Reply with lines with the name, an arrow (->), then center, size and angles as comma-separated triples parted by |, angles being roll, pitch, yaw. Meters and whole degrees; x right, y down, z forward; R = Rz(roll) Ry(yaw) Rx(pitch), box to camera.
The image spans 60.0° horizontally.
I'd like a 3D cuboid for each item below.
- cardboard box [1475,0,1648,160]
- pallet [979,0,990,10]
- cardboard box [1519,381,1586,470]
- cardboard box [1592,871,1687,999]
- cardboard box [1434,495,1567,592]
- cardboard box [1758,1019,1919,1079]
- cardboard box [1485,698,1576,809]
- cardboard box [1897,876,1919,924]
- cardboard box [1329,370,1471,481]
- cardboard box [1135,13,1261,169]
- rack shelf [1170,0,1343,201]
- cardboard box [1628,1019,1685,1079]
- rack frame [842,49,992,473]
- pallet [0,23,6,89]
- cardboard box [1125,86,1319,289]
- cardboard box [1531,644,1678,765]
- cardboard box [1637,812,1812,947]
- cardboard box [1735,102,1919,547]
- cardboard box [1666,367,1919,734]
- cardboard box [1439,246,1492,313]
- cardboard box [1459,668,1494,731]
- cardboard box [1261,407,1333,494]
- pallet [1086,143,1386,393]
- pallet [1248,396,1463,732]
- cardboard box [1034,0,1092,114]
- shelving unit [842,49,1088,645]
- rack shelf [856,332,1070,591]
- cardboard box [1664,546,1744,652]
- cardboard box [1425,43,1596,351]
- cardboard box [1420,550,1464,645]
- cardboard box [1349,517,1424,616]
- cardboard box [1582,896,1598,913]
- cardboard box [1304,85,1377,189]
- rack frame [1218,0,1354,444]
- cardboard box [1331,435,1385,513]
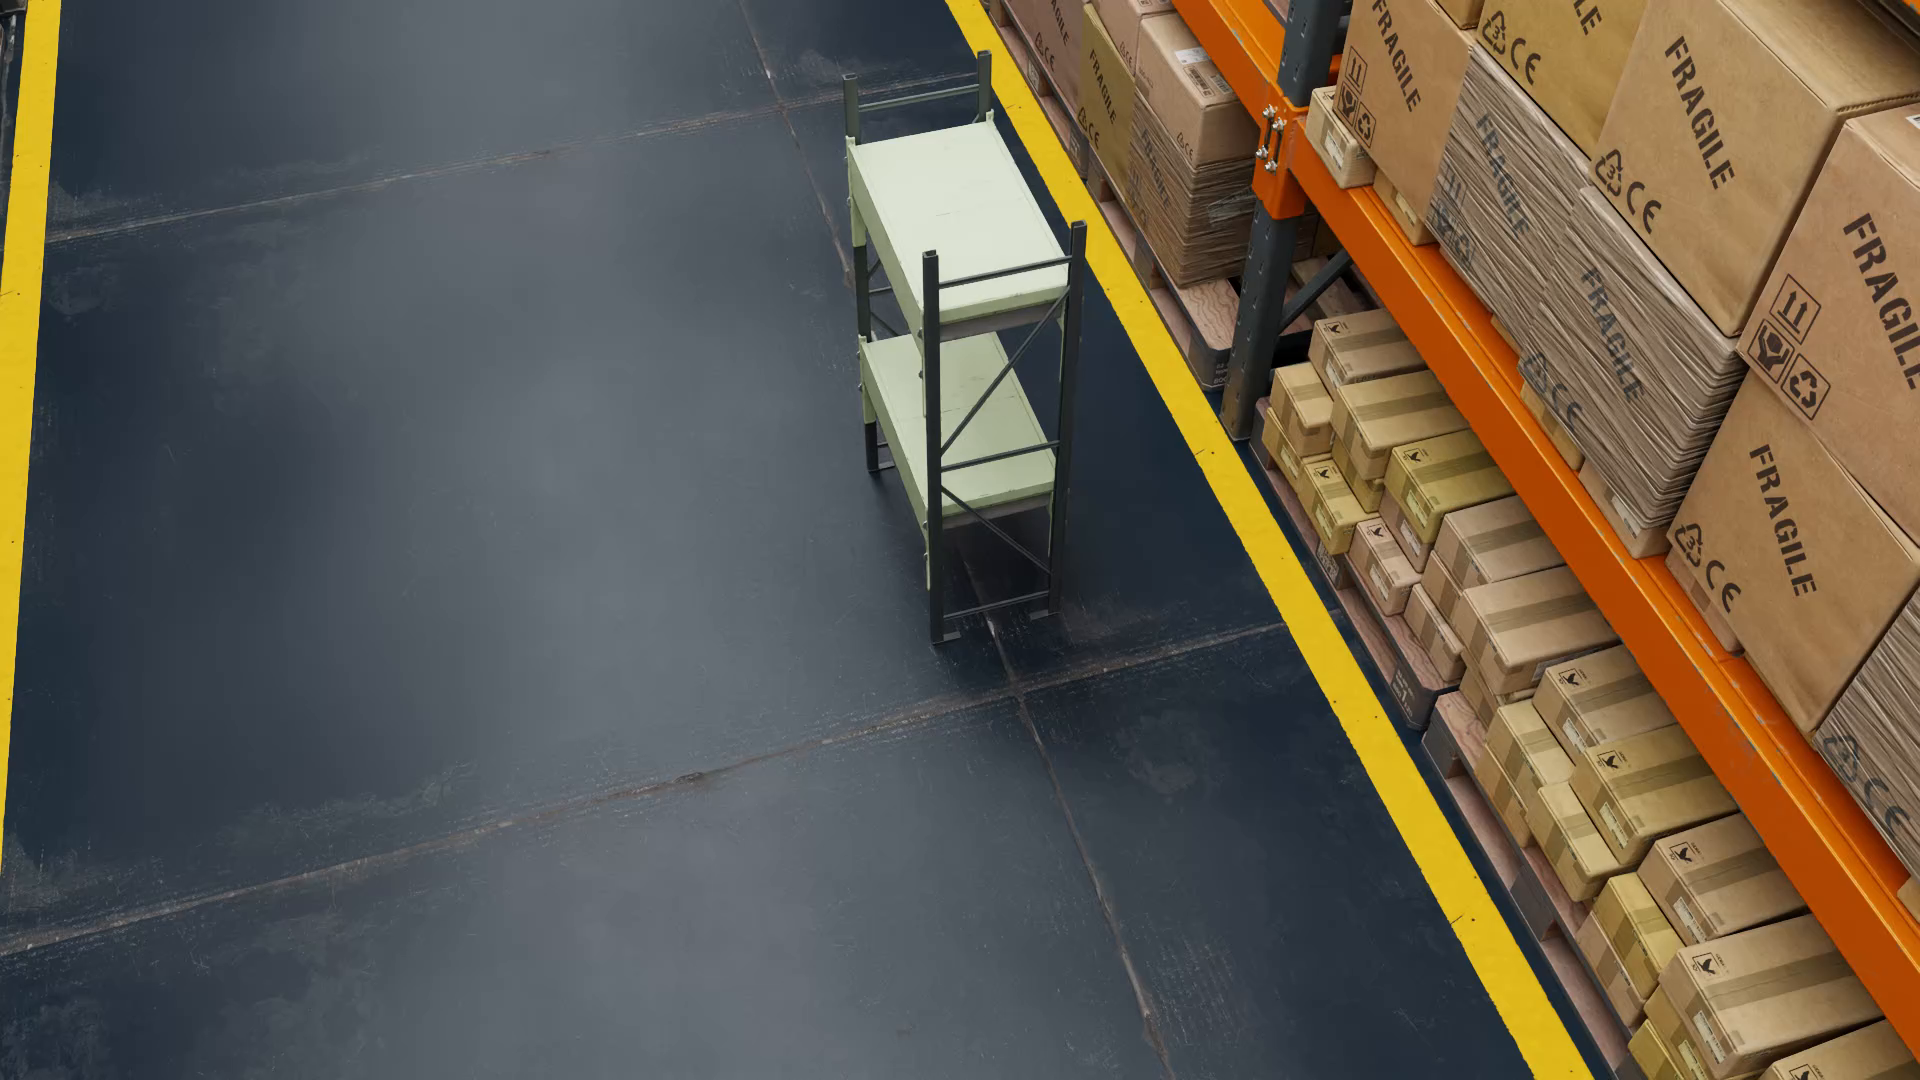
cardboard box -> 1.434, -1.134, 3.330 | 0.500, 0.500, 0.500 | -15, 51, -12
pallet -> 0.413, -2.895, 7.553 | 1.003, 0.211, 1.213 | -13, 51, -11
cardboard box -> 1.500, -0.328, 3.729 | 0.380, 0.149, 0.250 | -12, 51, -10
cardboard box -> 1.741, 0.899, 3.926 | 0.380, 0.149, 0.250 | -11, 51, -9
cardboard box -> 1.515, 0.020, 4.472 | 0.380, 0.149, 0.250 | -15, 51, -12
cardboard box -> 1.917, 1.180, 3.494 | 0.380, 0.149, 0.250 | -15, 52, -12
cardboard box -> 1.584, 0.518, 4.247 | 0.380, 0.149, 0.250 | -14, 51, -11
cardboard box -> 1.908, 0.634, 2.918 | 0.380, 0.149, 0.250 | -15, 52, -13
cardboard box -> 1.295, -0.339, 4.775 | 0.380, 0.149, 0.250 | -11, 51, -9
cardboard box -> 0.904, -1.502, 5.424 | 0.500, 0.250, 0.500 | -15, 51, -12
rack shelf -> 0.774, -2.673, 6.012 | 1.077, 0.370, 4.000 | -13, 51, -11
cardboard box -> 1.804, 1.197, 3.869 | 0.380, 0.149, 0.250 | -15, 52, -13
rack frame -> -0.110, -0.756, 4.906 | 0.400, 1.500, 0.023 | -13, 51, -11
pallet -> -4.355, -1.681, 6.529 | 1.003, 0.211, 1.213 | -13, 51, -11
cardboard box -> 0.906, -1.257, 5.708 | 0.500, 0.500, 0.500 | -14, 51, -12
cardboard box -> 1.672, 0.405, 4.148 | 0.380, 0.149, 0.250 | -15, 52, -12
cardboard box -> 1.812, 0.779, 3.833 | 0.380, 0.149, 0.250 | -15, 51, -12
cardboard box -> 1.704, -0.384, 2.698 | 0.500, 0.500, 0.500 | -15, 51, -12
cardboard box -> 1.726, -0.032, 3.055 | 0.500, 0.500, 0.500 | -11, 51, -9
cardboard box -> 1.413, -0.727, 4.065 | 0.380, 0.149, 0.250 | -15, 52, -13
cardboard box -> 1.604, 0.405, 4.536 | 0.380, 0.149, 0.250 | -15, 52, -13
cardboard box -> 1.167, -0.322, 5.149 | 0.380, 0.149, 0.250 | -15, 52, -13
pallet -> 1.134, -1.113, 6.050 | 1.003, 0.211, 1.213 | -13, 51, -11
pallet -> 1.598, -0.062, 5.165 | 1.003, 0.211, 1.213 | -13, 51, -11
cardboard box -> 0.607, -2.007, 6.341 | 0.500, 0.500, 0.500 | -14, 51, -12
shelving unit -> -0.002, -0.488, 4.681 | 0.431, 1.500, 0.755 | -13, 51, -11
rack shelf -> -0.002, -0.278, 4.930 | 0.431, 0.370, 0.720 | -13, 51, -11
cardboard box -> 1.696, 0.054, 3.407 | 0.380, 0.149, 0.250 | -12, 51, -10
cardboard box -> 1.425, -0.793, 3.697 | 0.500, 0.500, 0.500 | -13, 51, -11
cardboard box -> 1.511, 0.113, 4.588 | 0.380, 0.149, 0.250 | -16, 52, -13
cardboard box -> 1.368, 0.043, 4.842 | 0.380, 0.149, 0.250 | -14, 51, -11
cardboard box -> 1.740, 0.791, 4.211 | 0.380, 0.149, 0.250 | -12, 51, -10
cardboard box -> 1.137, -1.082, 4.364 | 0.380, 0.149, 0.250 | -12, 51, -10
rack frame -> 1.366, -1.444, 4.505 | 1.000, 3.000, 0.127 | -13, 51, -11
cardboard box -> 1.328, -0.254, 4.898 | 0.380, 0.149, 0.250 | -13, 51, -11
